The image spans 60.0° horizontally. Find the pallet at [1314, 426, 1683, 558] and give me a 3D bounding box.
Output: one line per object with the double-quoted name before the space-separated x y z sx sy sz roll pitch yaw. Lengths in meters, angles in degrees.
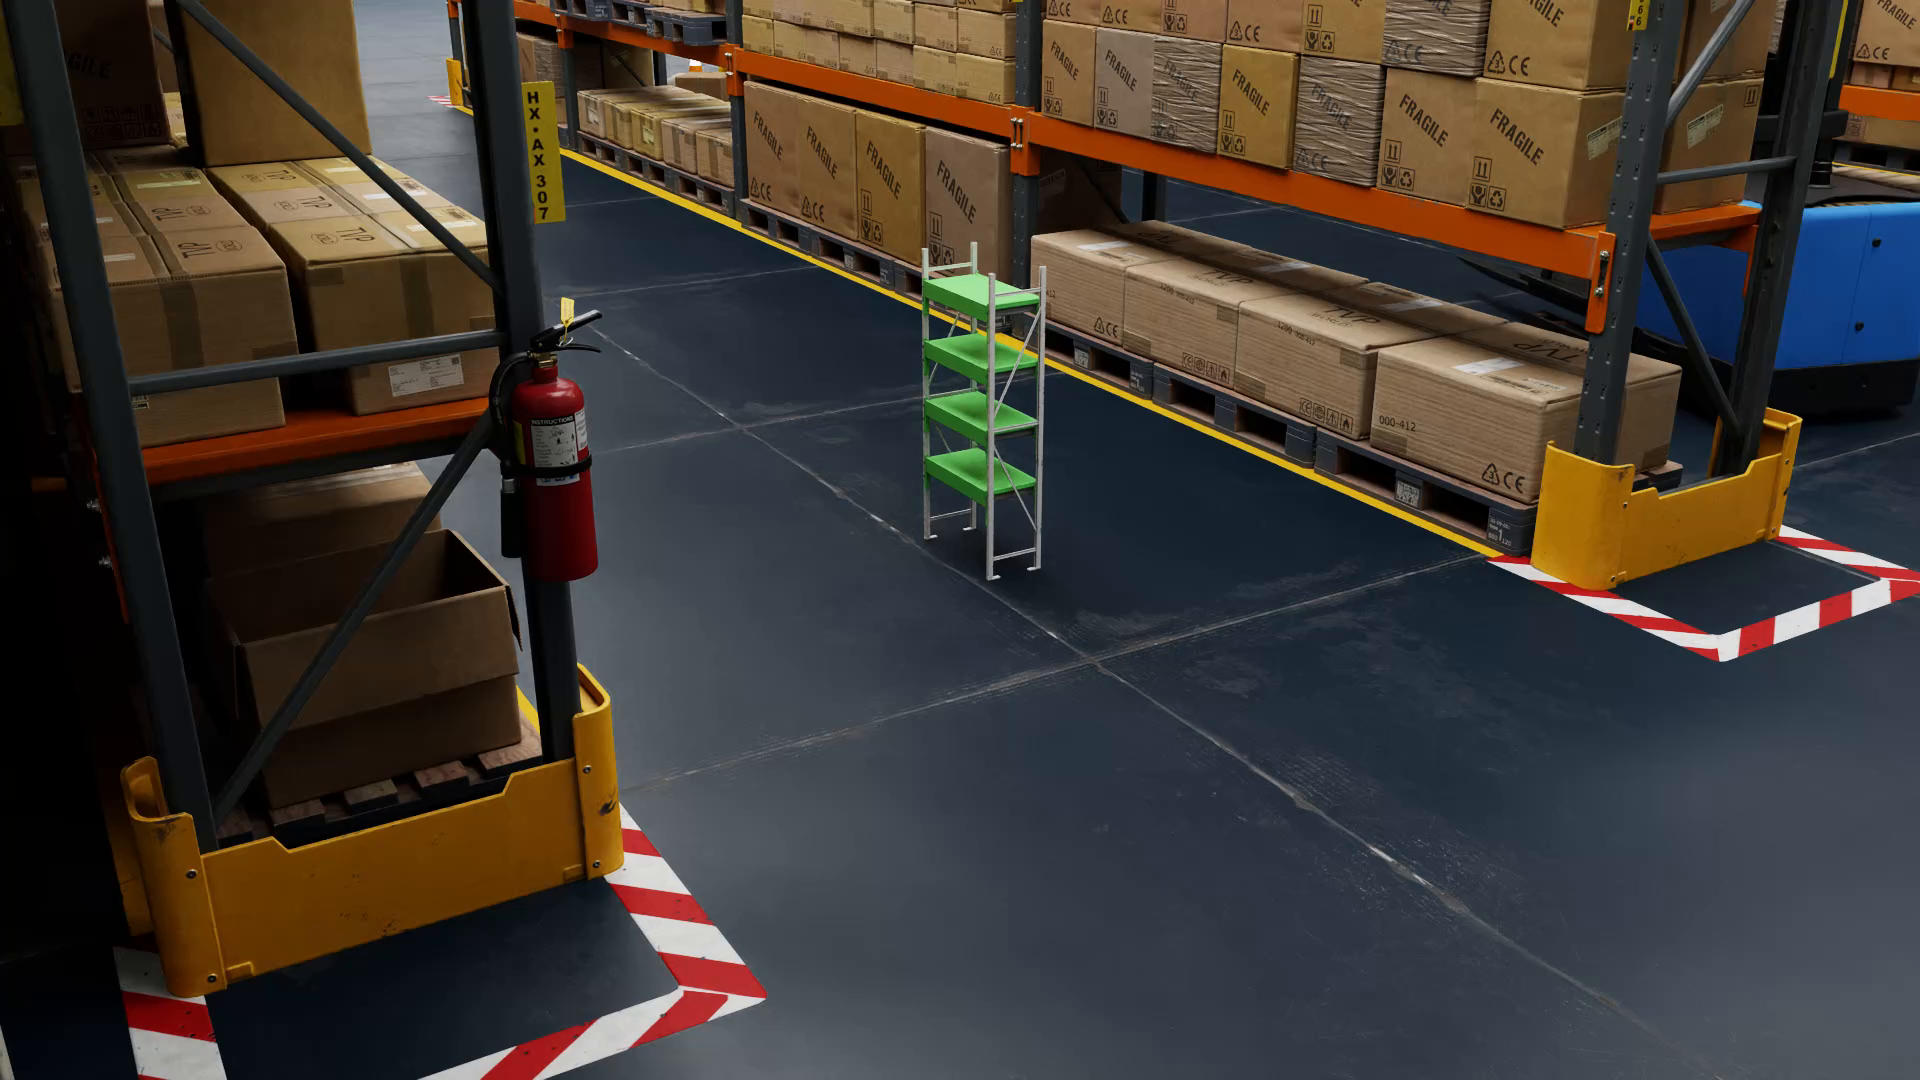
"pallet" 2.331 -0.313 7.301 1.003 0.211 1.213 -13 25 -28

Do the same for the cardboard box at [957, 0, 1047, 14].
"cardboard box" 0.319 -3.262 9.392 0.500 0.500 0.500 -12 25 -27

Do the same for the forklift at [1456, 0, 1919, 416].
"forklift" 3.907 -2.472 9.001 1.130 2.935 3.031 -6 23 -13

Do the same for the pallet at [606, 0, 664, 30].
"pallet" -2.326 -4.495 14.141 1.003 0.211 1.213 -13 25 -28

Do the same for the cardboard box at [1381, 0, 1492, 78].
"cardboard box" 2.063 -2.144 6.643 0.500 0.500 0.500 -13 25 -28

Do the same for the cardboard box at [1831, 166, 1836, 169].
"cardboard box" 5.736 -2.472 11.348 0.380 0.149 0.250 -12 25 -27

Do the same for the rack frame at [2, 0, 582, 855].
"rack frame" -1.459 -0.405 3.825 1.000 3.000 0.127 -13 25 -28

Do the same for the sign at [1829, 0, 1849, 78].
"sign" 3.287 -1.904 6.257 0.100 0.325 0.005 -13 25 -28

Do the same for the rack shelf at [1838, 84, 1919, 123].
"rack shelf" 5.989 -2.660 10.328 1.077 0.370 4.000 -13 25 -28

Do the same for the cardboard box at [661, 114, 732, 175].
"cardboard box" -1.944 -3.350 14.002 0.950 0.372 0.625 -13 26 -29

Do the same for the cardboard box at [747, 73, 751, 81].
"cardboard box" -2.293 -5.302 19.189 0.637 0.503 0.797 8 23 18

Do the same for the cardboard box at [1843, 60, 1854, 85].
"cardboard box" 5.545 -2.953 10.426 0.380 0.149 0.250 -11 25 -26

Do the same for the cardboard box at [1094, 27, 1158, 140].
"cardboard box" 1.031 -2.336 8.443 0.500 0.500 0.500 -12 25 -28

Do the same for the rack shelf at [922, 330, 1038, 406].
"rack shelf" 0.085 -0.665 6.387 0.258 0.148 0.480 -13 25 -28

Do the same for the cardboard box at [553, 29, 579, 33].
"cardboard box" -3.939 -5.096 17.463 0.500 0.500 0.500 -11 25 -25

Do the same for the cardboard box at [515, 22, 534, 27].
"cardboard box" -4.909 -5.318 18.010 0.500 0.500 0.500 -14 26 -30

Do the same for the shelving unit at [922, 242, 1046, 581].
"shelving unit" 0.085 -0.502 6.454 0.258 1.200 0.503 -13 25 -28

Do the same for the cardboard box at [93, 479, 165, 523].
"cardboard box" -3.146 -0.174 6.485 0.380 0.149 0.250 -13 25 -29

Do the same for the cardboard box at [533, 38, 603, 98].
"cardboard box" -3.856 -4.654 16.375 0.500 0.500 0.500 -13 25 -29

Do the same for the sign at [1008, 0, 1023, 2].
"sign" 0.302 -3.048 8.895 0.100 0.325 0.005 -13 25 -28

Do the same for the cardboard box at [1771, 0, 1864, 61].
"cardboard box" 5.489 -3.287 10.388 0.500 0.500 0.500 -13 26 -29

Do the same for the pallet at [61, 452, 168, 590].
"pallet" -3.152 -0.186 6.988 1.003 0.211 1.213 -13 25 -28

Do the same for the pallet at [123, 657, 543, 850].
"pallet" -1.906 0.604 5.045 1.003 0.211 1.213 -13 25 -28

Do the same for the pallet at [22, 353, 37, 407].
"pallet" -4.577 -1.060 9.138 1.003 0.211 1.213 -13 25 -28

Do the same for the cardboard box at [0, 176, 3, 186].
"cardboard box" -3.481 -1.556 6.460 0.500 0.250 0.500 -13 25 -29

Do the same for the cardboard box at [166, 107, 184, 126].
"cardboard box" -2.763 -1.491 6.300 0.500 0.250 0.500 -13 25 -28

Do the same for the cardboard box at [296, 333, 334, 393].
"cardboard box" -1.560 -0.521 4.444 0.380 0.149 0.250 -12 25 -27

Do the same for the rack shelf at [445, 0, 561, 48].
"rack shelf" -4.345 -5.560 17.462 1.077 0.370 4.000 -13 25 -28

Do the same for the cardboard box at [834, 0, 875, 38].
"cardboard box" -0.479 -3.403 10.737 0.500 0.250 0.500 -12 25 -27

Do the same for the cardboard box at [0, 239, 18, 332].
"cardboard box" -4.793 -1.343 8.894 0.500 0.500 0.500 -14 26 -30

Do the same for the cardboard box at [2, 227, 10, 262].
"cardboard box" -4.636 -1.512 8.447 0.380 0.149 0.250 -12 25 -27

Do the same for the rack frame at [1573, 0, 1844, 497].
"rack frame" 2.807 -1.361 6.177 1.000 3.000 0.127 -13 25 -28

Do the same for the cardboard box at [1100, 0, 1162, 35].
"cardboard box" 1.051 -2.800 8.256 0.500 0.500 0.500 -13 25 -29

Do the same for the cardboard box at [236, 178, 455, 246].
"cardboard box" -1.717 -0.835 4.687 0.500 0.250 0.500 -12 25 -28

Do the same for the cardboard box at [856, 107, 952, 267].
"cardboard box" -0.090 -2.342 10.855 0.875 0.875 0.875 -12 25 -27

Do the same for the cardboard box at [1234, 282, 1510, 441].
"cardboard box" 1.909 -0.858 7.783 0.875 0.438 0.875 -12 25 -27

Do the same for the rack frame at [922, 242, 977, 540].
"rack frame" -0.040 -0.581 6.648 0.240 1.200 0.015 -13 25 -28

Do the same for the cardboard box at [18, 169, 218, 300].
"cardboard box" -2.433 -0.900 4.846 0.500 0.250 0.500 -12 25 -27

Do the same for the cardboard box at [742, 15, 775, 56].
"cardboard box" -1.246 -3.675 12.067 0.500 0.250 0.500 -13 26 -29

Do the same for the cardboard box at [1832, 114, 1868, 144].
"cardboard box" 8.482 -4.265 15.584 1.225 0.875 0.875 -14 26 -30

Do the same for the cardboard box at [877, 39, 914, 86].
"cardboard box" -0.183 -3.015 10.446 0.500 0.250 0.500 -13 26 -30

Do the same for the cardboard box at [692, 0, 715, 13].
"cardboard box" -1.849 -4.163 12.845 0.380 0.149 0.250 -12 25 -27

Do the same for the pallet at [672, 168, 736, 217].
"pallet" -1.678 -2.912 13.696 1.003 0.211 1.213 -13 25 -28

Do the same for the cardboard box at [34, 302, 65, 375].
"cardboard box" -2.323 -0.582 4.593 0.380 0.149 0.250 -13 25 -28

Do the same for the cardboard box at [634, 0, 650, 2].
"cardboard box" -2.509 -4.576 13.862 0.380 0.149 0.250 -14 26 -30

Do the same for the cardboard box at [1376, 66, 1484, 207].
"cardboard box" 2.089 -1.678 6.824 0.500 0.500 0.500 -13 26 -29

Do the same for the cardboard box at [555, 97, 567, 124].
"cardboard box" -3.856 -4.306 16.516 0.500 0.250 0.500 -11 25 -26
